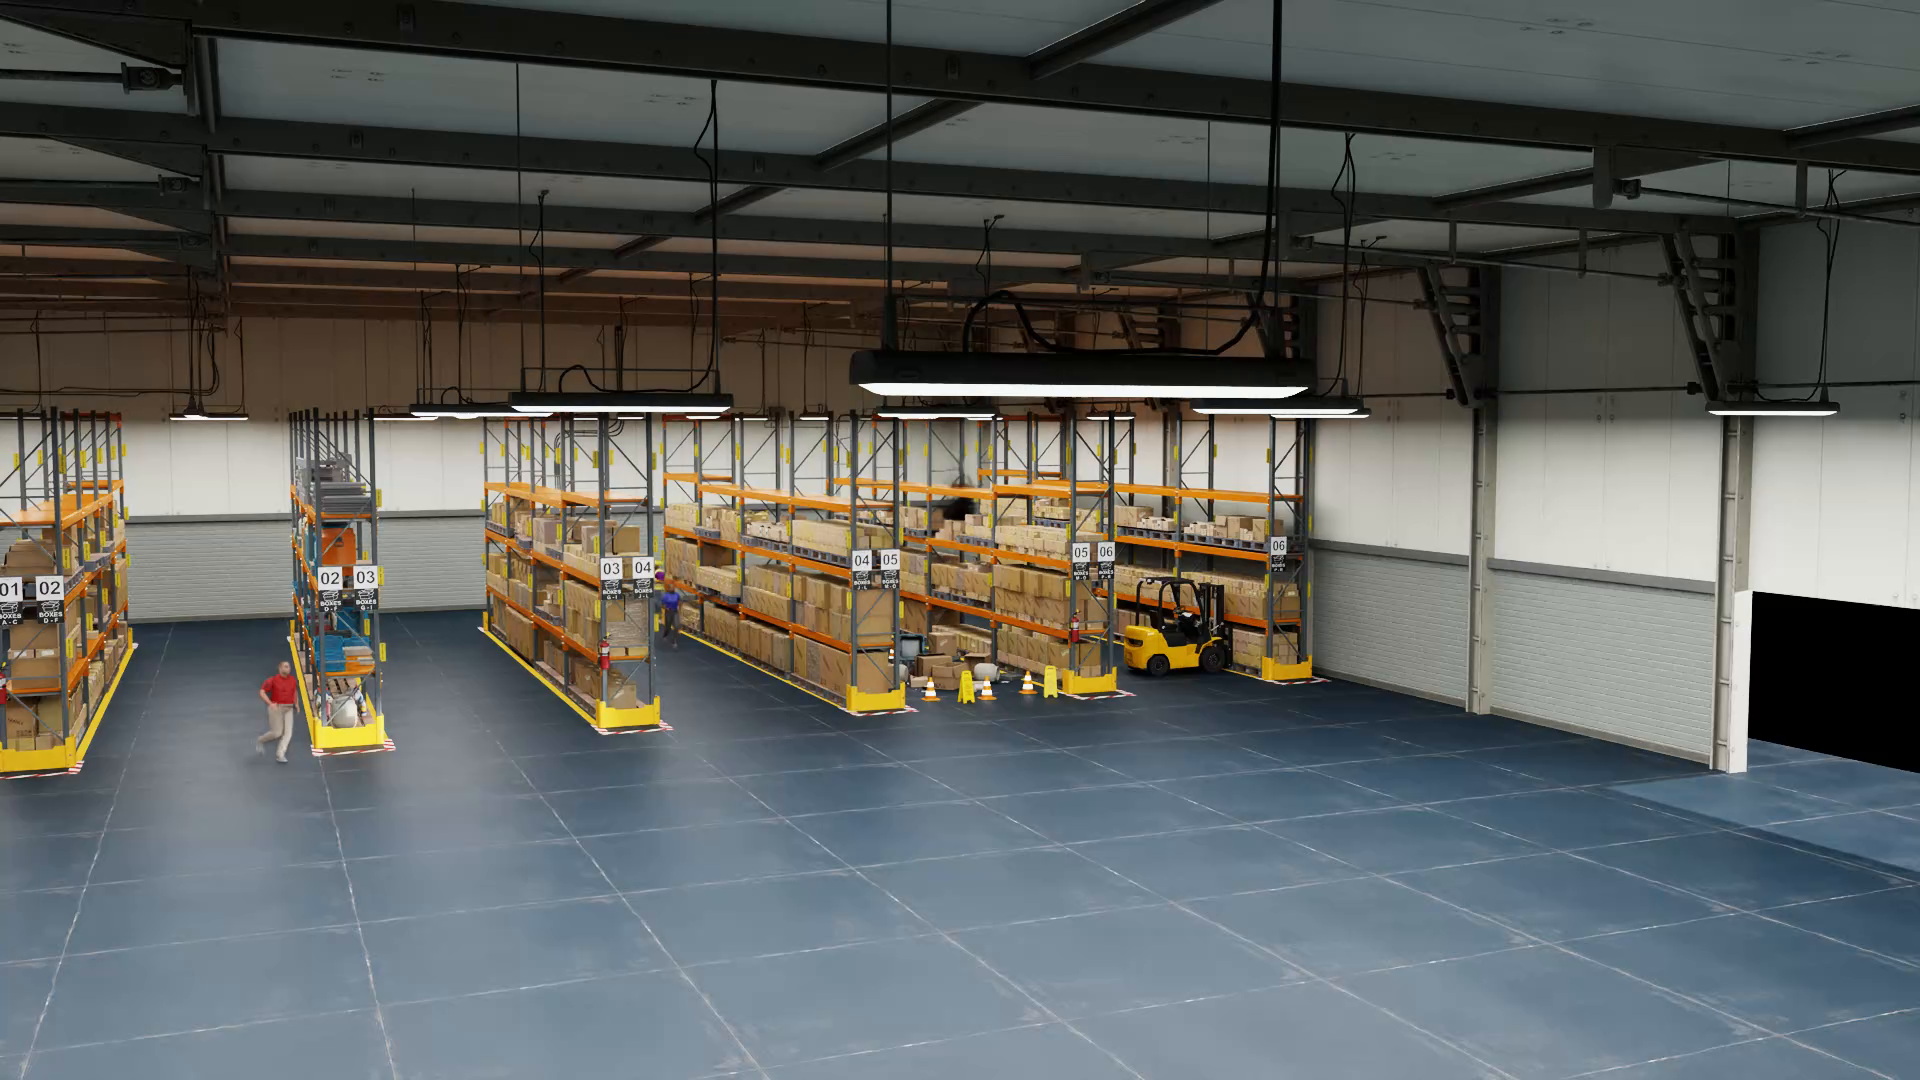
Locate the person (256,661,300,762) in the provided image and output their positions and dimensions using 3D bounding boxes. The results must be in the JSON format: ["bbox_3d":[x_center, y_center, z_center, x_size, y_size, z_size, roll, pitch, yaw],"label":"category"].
[{"bbox_3d":[-11.555,2.906,28.366,0.745,1.663,0.712,3,5,33],"label":"person"}]

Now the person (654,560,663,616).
[{"bbox_3d":[-8.919,1.445,48.970,0.665,1.750,0.751,-3,5,-34],"label":"person"}]

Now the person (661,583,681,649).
[{"bbox_3d":[-7.401,1.929,42.601,0.565,1.653,0.881,-2,4,-25],"label":"person"}]
